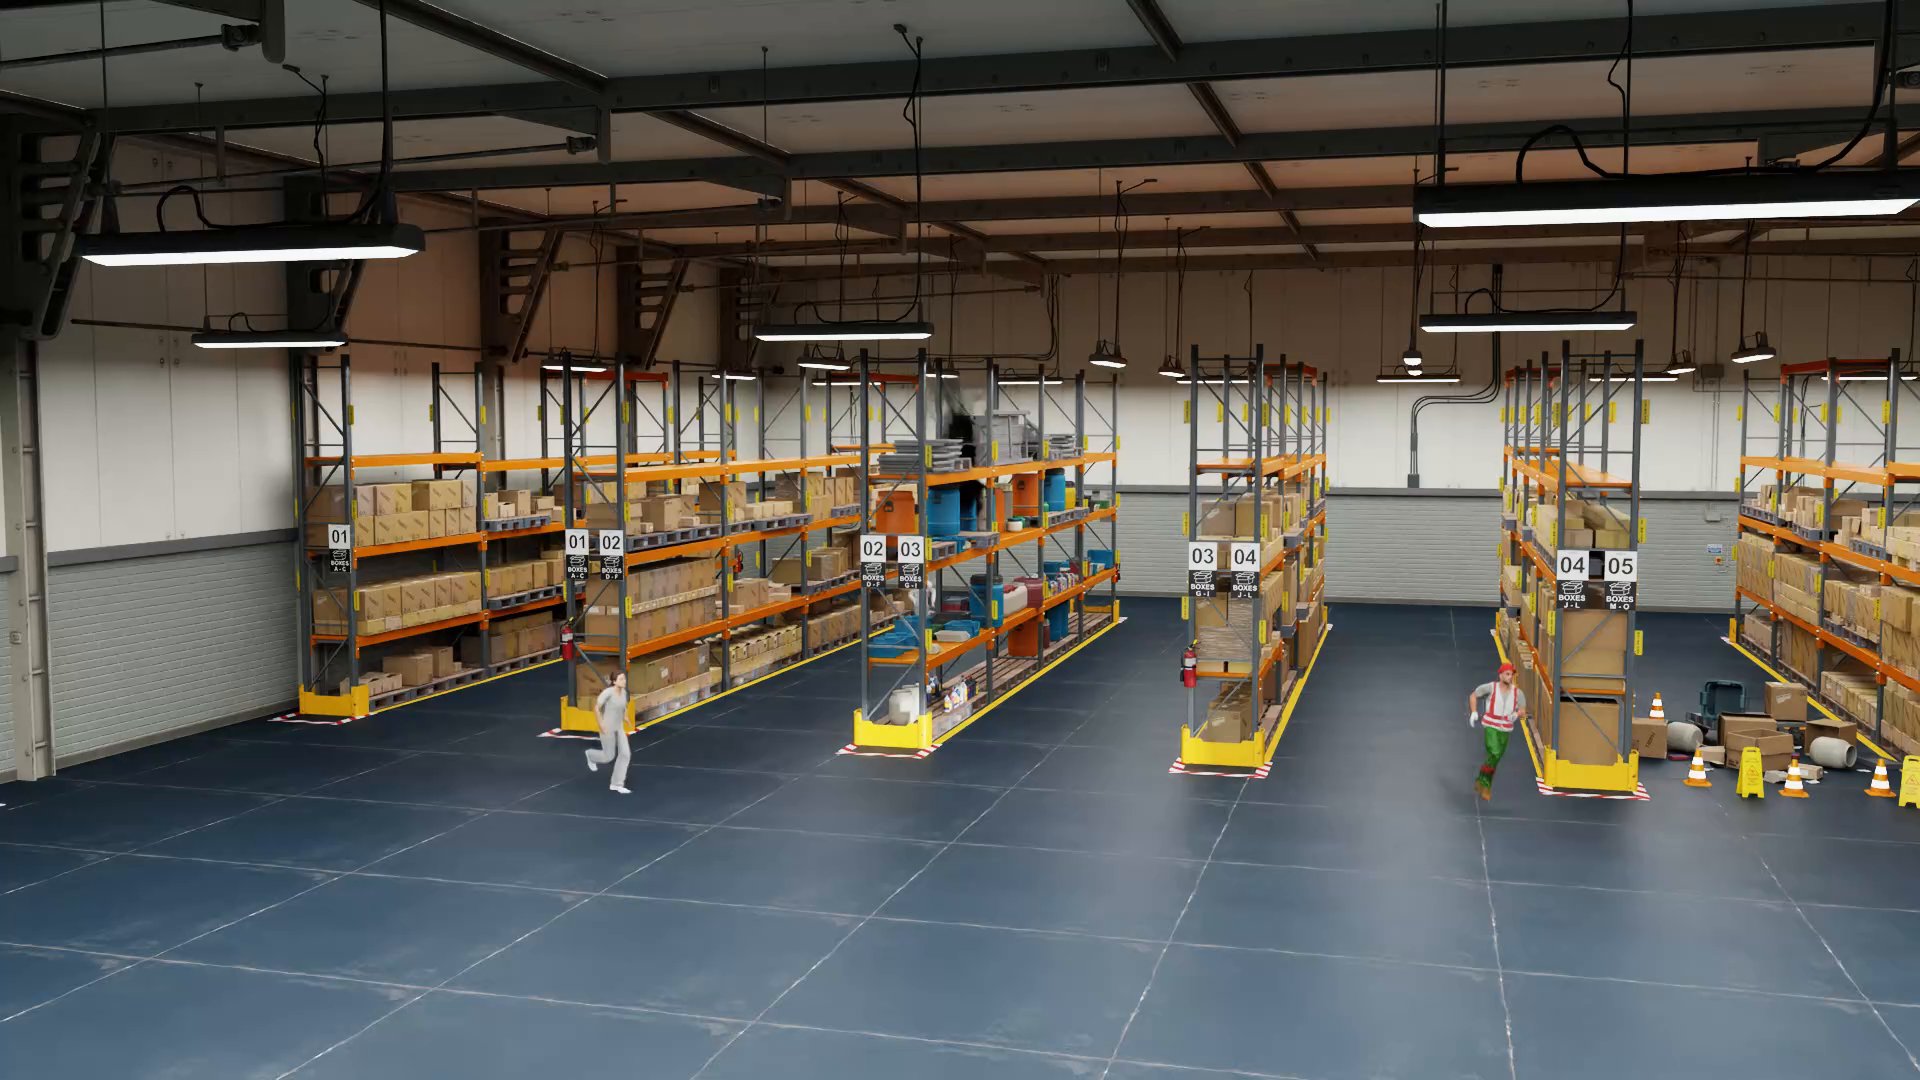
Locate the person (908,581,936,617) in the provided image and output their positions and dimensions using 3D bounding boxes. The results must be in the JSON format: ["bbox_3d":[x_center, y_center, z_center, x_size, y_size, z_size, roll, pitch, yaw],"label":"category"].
[{"bbox_3d":[-0.837,1.444,36.490,0.593,1.641,0.632,1,4,8],"label":"person"}]

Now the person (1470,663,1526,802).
[{"bbox_3d":[7.061,2.485,21.811,0.693,1.761,0.701,0,4,-4],"label":"person"}]

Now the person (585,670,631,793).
[{"bbox_3d":[-4.700,2.547,22.274,0.806,1.644,0.576,3,5,35],"label":"person"}]
